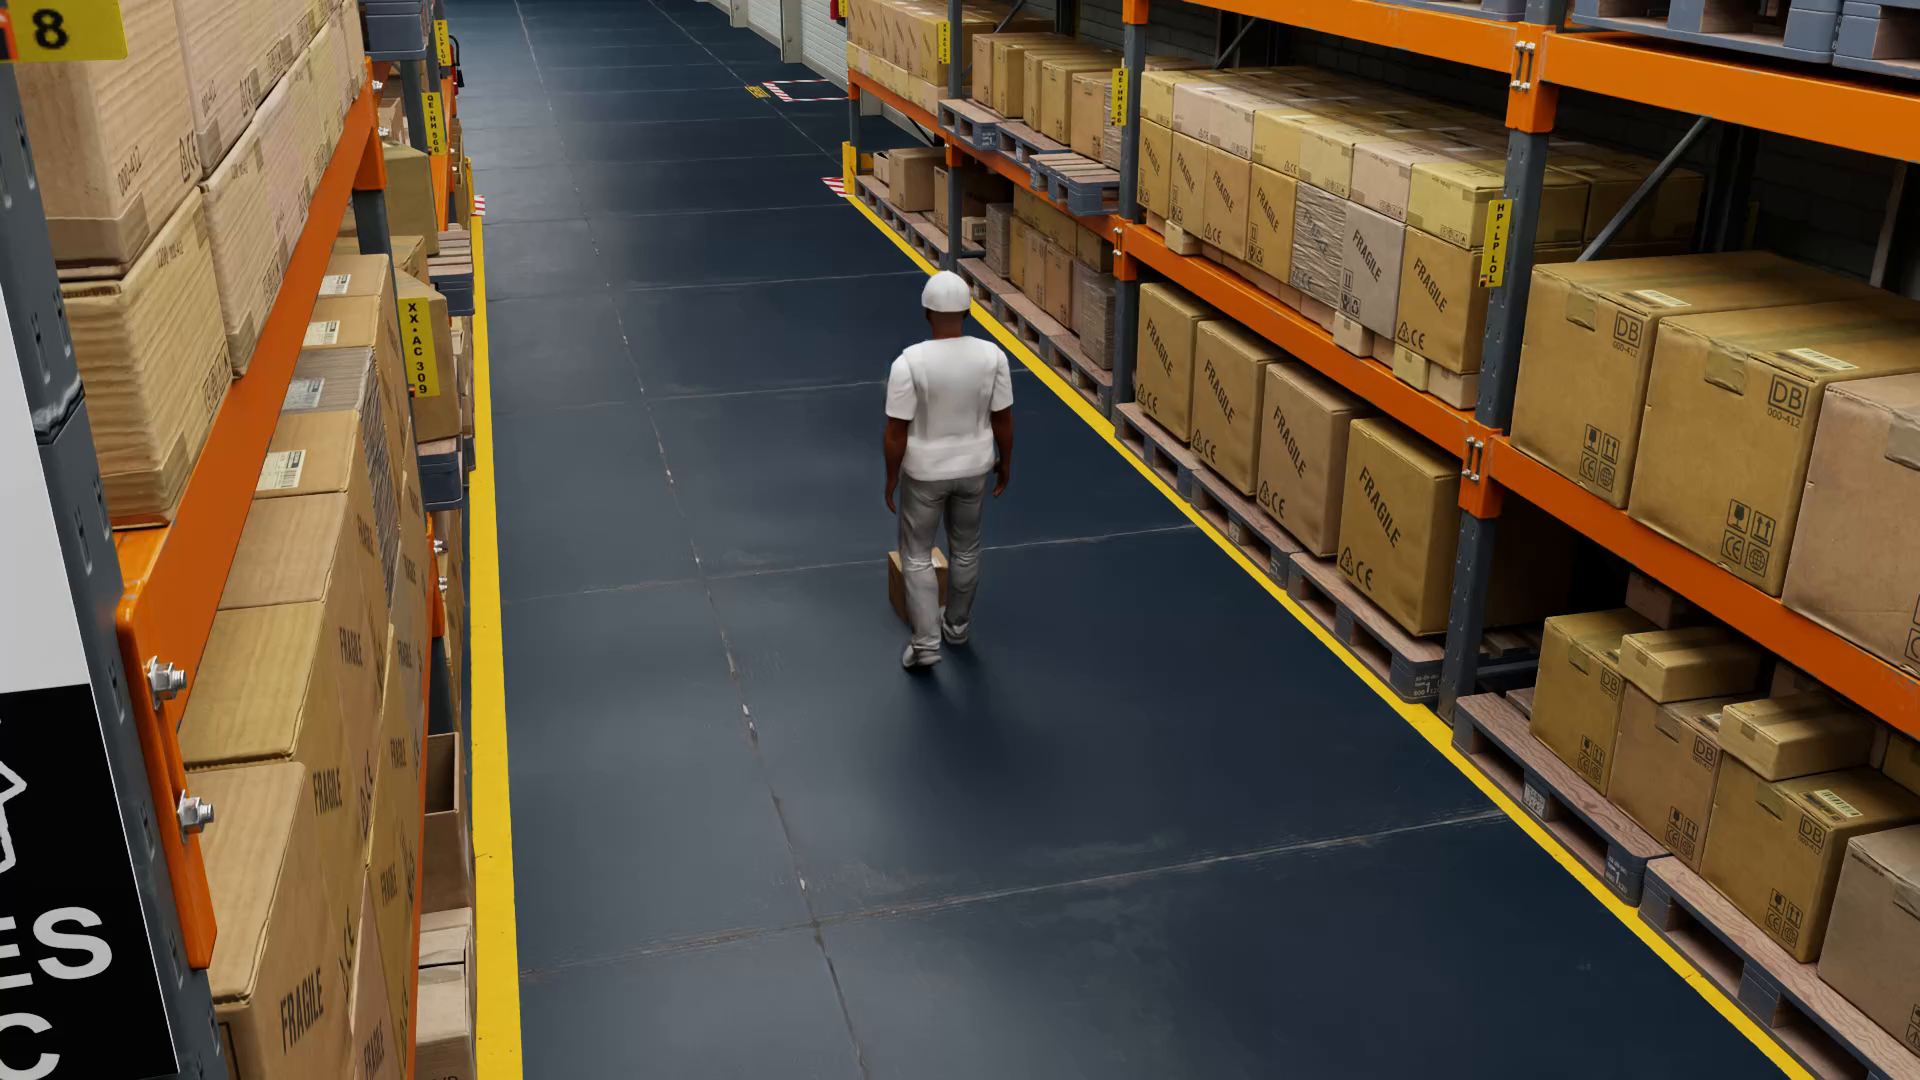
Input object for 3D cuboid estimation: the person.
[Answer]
[{"bbox_3d":[-0.063,-0.312,7.304,0.589,1.778,0.616,-6,24,-14],"label":"person"}]
